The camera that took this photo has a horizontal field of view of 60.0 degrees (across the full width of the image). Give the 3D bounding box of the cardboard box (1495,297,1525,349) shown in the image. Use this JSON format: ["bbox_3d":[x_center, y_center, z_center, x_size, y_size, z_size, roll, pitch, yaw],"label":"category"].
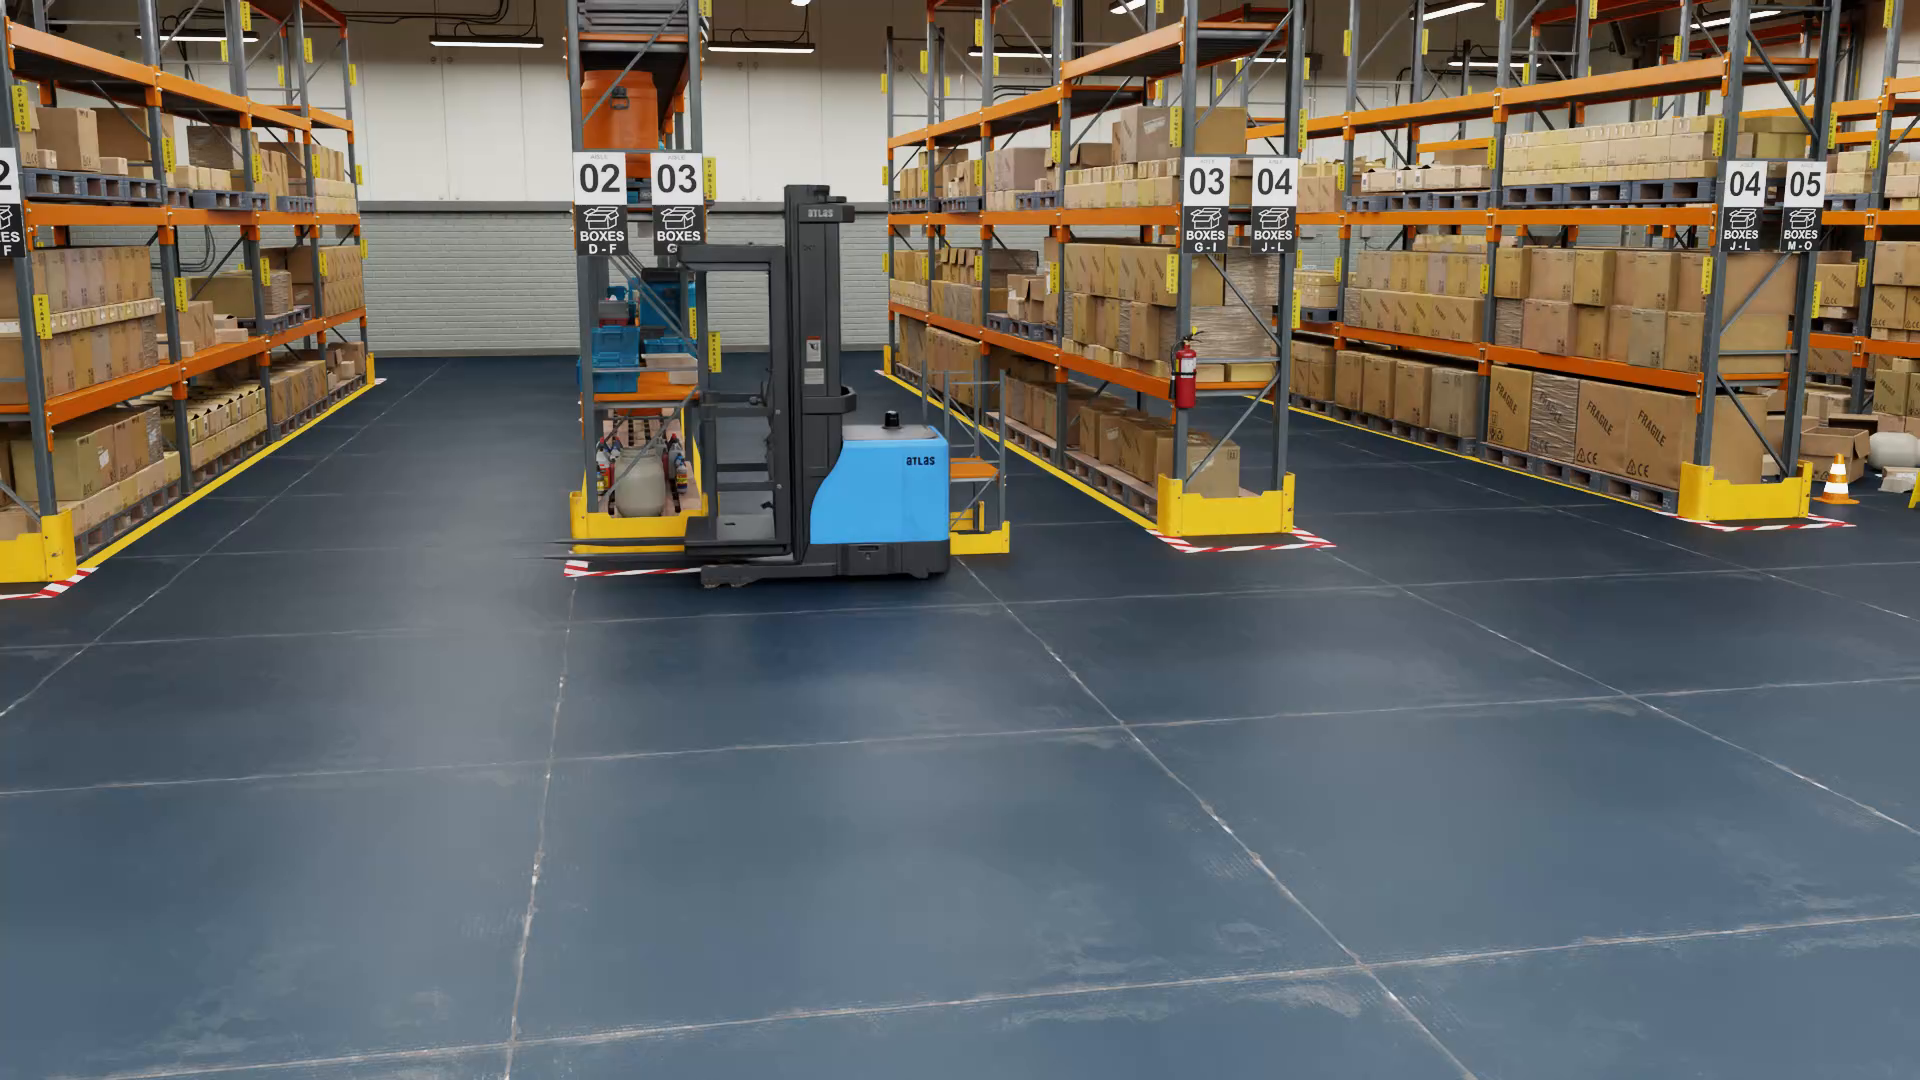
[{"bbox_3d":[6.532,-2.441,18.596,0.875,0.550,0.550,-2,11,-11],"label":"cardboard box"}]

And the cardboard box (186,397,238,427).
[{"bbox_3d":[-8.291,-1.411,18.316,0.500,0.311,0.500,-2,11,-9],"label":"cardboard box"}]

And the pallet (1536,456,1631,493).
[{"bbox_3d":[6.760,-0.698,17.298,1.003,0.211,1.213,-2,11,-11],"label":"pallet"}]

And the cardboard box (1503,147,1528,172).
[{"bbox_3d":[6.269,-4.136,18.096,0.500,0.250,0.500,-2,11,-11],"label":"cardboard box"}]

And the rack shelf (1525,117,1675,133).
[{"bbox_3d":[10.117,-6.130,25.332,1.077,0.370,4.000,-2,11,-11],"label":"rack shelf"}]

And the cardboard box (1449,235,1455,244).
[{"bbox_3d":[8.985,-5.379,29.758,0.380,0.149,0.250,-2,11,-10],"label":"cardboard box"}]

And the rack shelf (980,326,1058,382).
[{"bbox_3d":[1.174,-2.286,20.107,1.077,0.370,4.000,-2,11,-11],"label":"rack shelf"}]

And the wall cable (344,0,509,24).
[{"bbox_3d":[-10.407,-11.331,32.296,3.097,2.526,0.112,-2,11,-11],"label":"wall cable"}]

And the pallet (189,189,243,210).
[{"bbox_3d":[-8.493,-3.701,18.102,1.003,0.211,1.213,-2,11,-8],"label":"pallet"}]

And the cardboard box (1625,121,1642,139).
[{"bbox_3d":[6.632,-3.933,15.966,0.380,0.149,0.250,-2,11,-11],"label":"cardboard box"}]

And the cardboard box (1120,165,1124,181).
[{"bbox_3d":[1.727,-3.465,15.691,0.380,0.149,0.250,-3,11,-14],"label":"cardboard box"}]

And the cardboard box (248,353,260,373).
[{"bbox_3d":[-9.563,-2.364,22.096,0.500,0.250,0.500,-2,11,-12],"label":"cardboard box"}]

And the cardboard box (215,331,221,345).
[{"bbox_3d":[-8.629,-2.291,18.884,0.380,0.149,0.250,-1,11,-7],"label":"cardboard box"}]

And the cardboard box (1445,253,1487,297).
[{"bbox_3d":[6.244,-3.160,19.833,0.700,0.500,0.500,-2,11,-12],"label":"cardboard box"}]

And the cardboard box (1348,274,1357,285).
[{"bbox_3d":[5.715,-3.684,23.487,0.380,0.149,0.250,-2,11,-13],"label":"cardboard box"}]

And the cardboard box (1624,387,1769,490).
[{"bbox_3d":[7.029,-0.985,15.909,0.875,0.875,0.875,-2,11,-11],"label":"cardboard box"}]

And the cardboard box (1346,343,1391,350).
[{"bbox_3d":[5.773,-2.650,23.653,0.500,0.250,0.500,-3,11,-14],"label":"cardboard box"}]

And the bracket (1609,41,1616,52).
[{"bbox_3d":[13.749,-10.321,34.727,0.235,0.232,0.430,-2,11,-11],"label":"bracket"}]

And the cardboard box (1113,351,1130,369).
[{"bbox_3d":[1.688,-1.731,15.943,0.380,0.149,0.250,-2,11,-11],"label":"cardboard box"}]

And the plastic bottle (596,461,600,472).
[{"bbox_3d":[-3.345,-0.582,15.320,0.061,0.283,0.133,-2,11,-10],"label":"plastic bottle"}]

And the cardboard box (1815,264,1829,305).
[{"bbox_3d":[10.871,-3.202,20.809,0.500,0.500,0.500,-2,11,-11],"label":"cardboard box"}]

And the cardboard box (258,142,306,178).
[{"bbox_3d":[-9.843,-5.482,24.011,0.700,0.500,0.500,-2,11,-11],"label":"cardboard box"}]

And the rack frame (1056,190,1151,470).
[{"bbox_3d":[1.563,-2.272,18.113,1.000,3.000,0.127,-2,11,-11],"label":"rack frame"}]

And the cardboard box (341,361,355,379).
[{"bbox_3d":[-9.986,-2.713,26.605,0.500,0.250,0.500,-2,11,-11],"label":"cardboard box"}]

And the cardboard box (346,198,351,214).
[{"bbox_3d":[-10.044,-5.337,26.592,0.500,0.250,0.500,-2,11,-11],"label":"cardboard box"}]

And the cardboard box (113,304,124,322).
[{"bbox_3d":[-7.646,-2.006,14.709,0.380,0.149,0.250,-2,11,-9],"label":"cardboard box"}]

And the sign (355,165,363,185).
[{"bbox_3d":[-9.940,-6.039,27.511,0.100,0.325,0.005,-2,11,-11],"label":"sign"}]

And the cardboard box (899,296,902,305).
[{"bbox_3d":[-0.824,-4.084,28.305,0.380,0.149,0.250,-2,11,-12],"label":"cardboard box"}]

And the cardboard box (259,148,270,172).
[{"bbox_3d":[-9.423,-4.819,21.810,0.600,0.600,0.600,-3,11,-13],"label":"cardboard box"}]

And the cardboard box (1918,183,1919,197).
[{"bbox_3d":[11.210,-3.994,18.741,0.500,0.250,0.500,-2,11,-11],"label":"cardboard box"}]

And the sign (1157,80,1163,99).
[{"bbox_3d":[3.582,-8.060,29.767,0.100,0.325,0.005,-2,11,-11],"label":"sign"}]

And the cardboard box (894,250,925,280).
[{"bbox_3d":[-0.845,-4.725,28.596,0.500,0.500,0.500,-2,11,-12],"label":"cardboard box"}]

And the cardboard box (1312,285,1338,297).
[{"bbox_3d":[5.127,-3.471,23.163,0.380,0.149,0.250,-2,11,-10],"label":"cardboard box"}]

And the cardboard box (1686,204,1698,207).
[{"bbox_3d":[10.400,-4.653,23.268,0.380,0.149,0.250,-2,11,-11],"label":"cardboard box"}]

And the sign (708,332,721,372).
[{"bbox_3d":[-1.977,-1.514,13.387,0.100,0.325,0.005,-2,11,-11],"label":"sign"}]

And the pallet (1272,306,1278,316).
[{"bbox_3d":[5.245,-3.435,24.735,1.003,0.211,1.213,-2,11,-11],"label":"pallet"}]

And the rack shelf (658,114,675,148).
[{"bbox_3d":[-4.462,-5.590,22.492,1.077,0.370,4.000,-2,11,-11],"label":"rack shelf"}]

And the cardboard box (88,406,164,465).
[{"bbox_3d":[-7.764,-0.968,15.482,0.500,0.500,0.500,-2,11,-11],"label":"cardboard box"}]

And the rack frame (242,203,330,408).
[{"bbox_3d":[-9.711,-3.380,23.933,1.000,3.000,0.127,-2,11,-11],"label":"rack frame"}]

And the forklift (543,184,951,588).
[{"bbox_3d":[-1.629,-1.189,12.605,3.031,2.935,1.130,-1,11,-7],"label":"forklift"}]

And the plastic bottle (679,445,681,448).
[{"bbox_3d":[-2.777,-0.803,16.480,0.061,0.283,0.133,-1,11,-7],"label":"plastic bottle"}]

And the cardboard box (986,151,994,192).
[{"bbox_3d":[0.624,-4.679,21.129,0.500,0.500,0.500,-2,11,-10],"label":"cardboard box"}]

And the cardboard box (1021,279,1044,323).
[{"bbox_3d":[1.135,-2.844,19.717,0.797,0.503,0.637,-1,11,-5],"label":"cardboard box"}]

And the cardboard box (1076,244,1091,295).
[{"bbox_3d":[1.500,-2.775,17.019,0.500,0.500,0.500,-2,11,-11],"label":"cardboard box"}]

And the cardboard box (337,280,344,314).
[{"bbox_3d":[-9.740,-3.718,25.442,0.500,0.500,0.500,-2,11,-11],"label":"cardboard box"}]

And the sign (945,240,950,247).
[{"bbox_3d":[-0.236,-5.176,29.636,0.100,0.325,0.005,-2,11,-11],"label":"sign"}]

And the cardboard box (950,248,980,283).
[{"bbox_3d":[0.262,-4.038,24.441,0.797,0.503,0.637,-2,11,-10],"label":"cardboard box"}]

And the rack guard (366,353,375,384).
[{"bbox_3d":[-10.474,-2.872,27.948,1.175,0.500,0.348,-2,11,-11],"label":"rack guard"}]

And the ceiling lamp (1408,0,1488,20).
[{"bbox_3d":[7.748,-9.682,25.387,0.800,3.185,2.000,-2,11,-11],"label":"ceiling lamp"}]

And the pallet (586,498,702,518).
[{"bbox_3d":[-2.731,-0.150,14.421,1.003,0.211,1.213,-2,11,-11],"label":"pallet"}]

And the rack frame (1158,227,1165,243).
[{"bbox_3d":[4.114,-4.635,30.527,1.000,3.000,0.127,-2,11,-11],"label":"rack frame"}]

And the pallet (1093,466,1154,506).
[{"bbox_3d":[1.969,-0.556,16.555,1.003,0.211,1.213,-2,11,-11],"label":"pallet"}]

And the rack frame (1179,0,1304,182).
[{"bbox_3d":[2.341,-4.486,13.698,1.000,3.000,0.127,-2,11,-11],"label":"rack frame"}]

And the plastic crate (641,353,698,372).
[{"bbox_3d":[-2.731,-1.674,15.675,0.530,0.136,0.437,-2,11,-11],"label":"plastic crate"}]

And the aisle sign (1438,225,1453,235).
[{"bbox_3d":[9.240,-6.135,31.455,0.394,0.787,0.004,-2,11,-11],"label":"aisle sign"}]

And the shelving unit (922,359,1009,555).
[{"bbox_3d":[0.015,-0.723,13.983,0.587,1.500,1.083,-2,11,-11],"label":"shelving unit"}]
